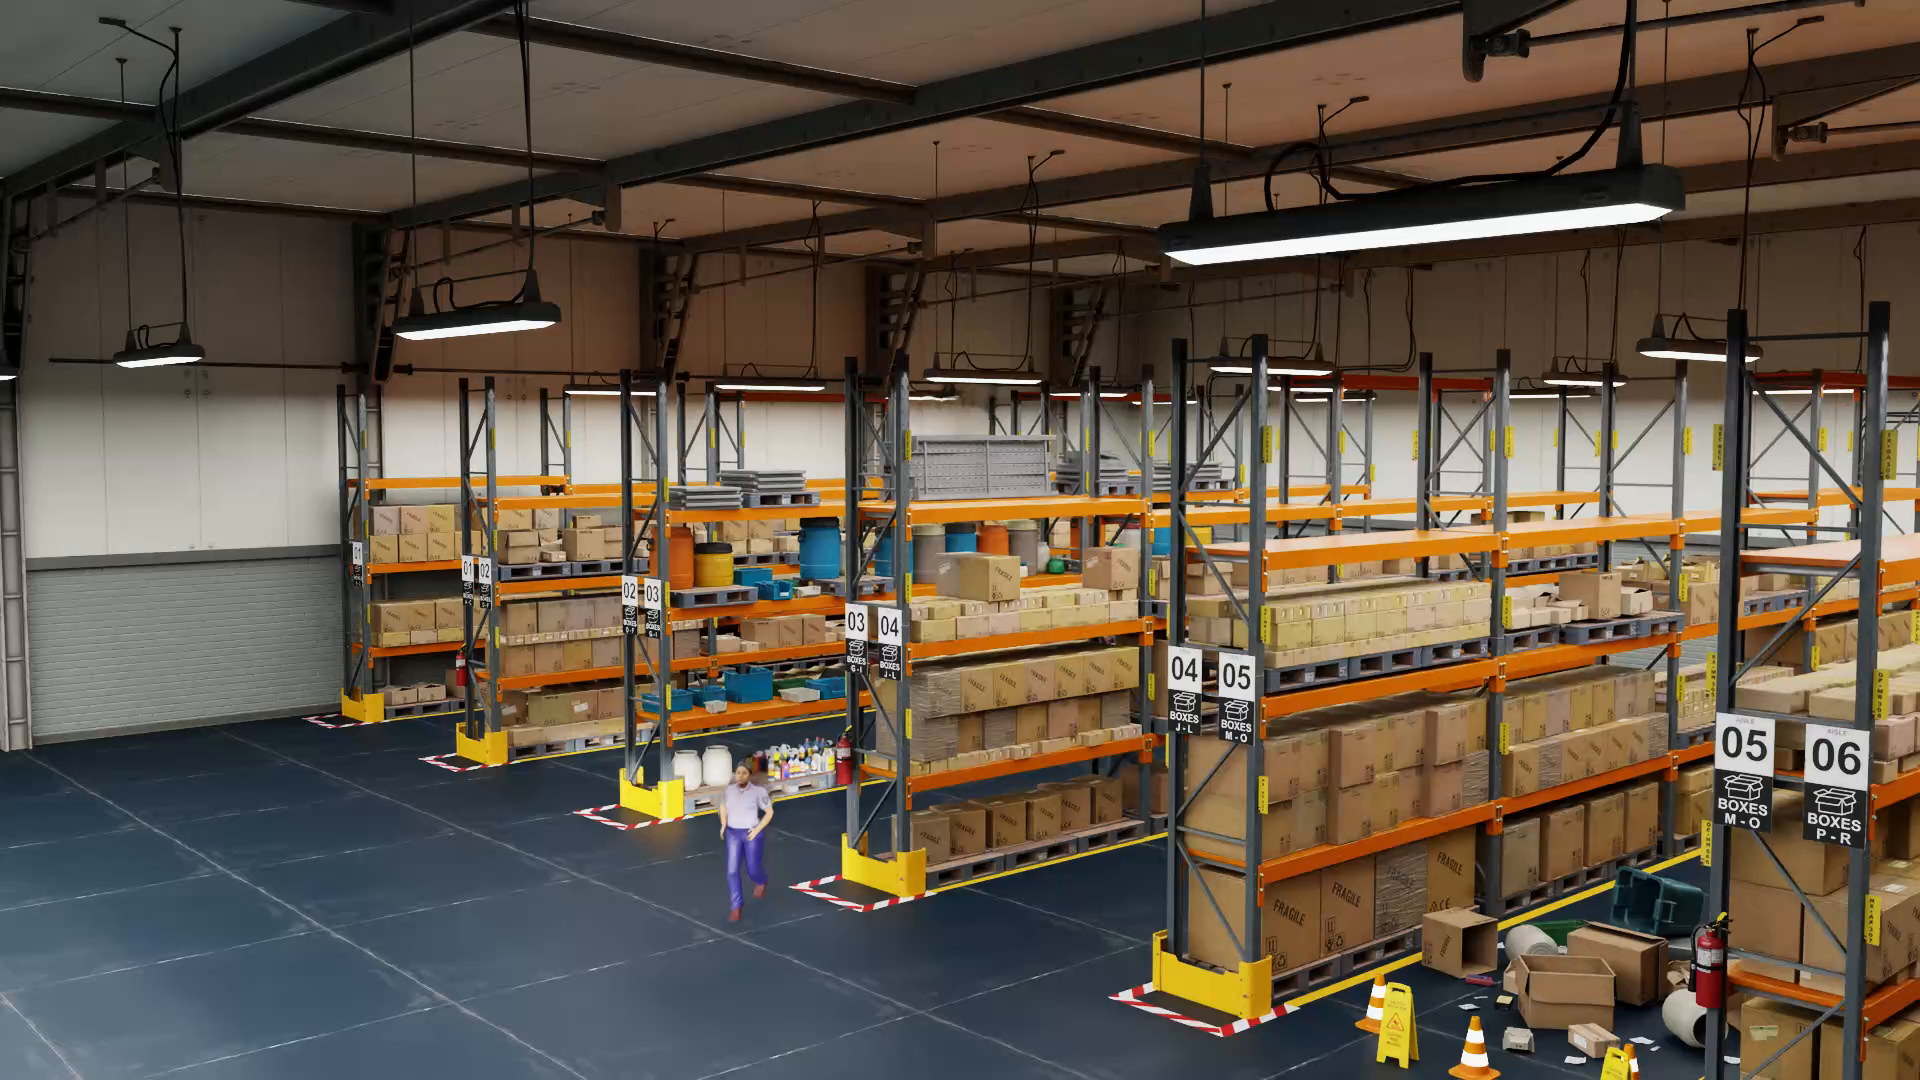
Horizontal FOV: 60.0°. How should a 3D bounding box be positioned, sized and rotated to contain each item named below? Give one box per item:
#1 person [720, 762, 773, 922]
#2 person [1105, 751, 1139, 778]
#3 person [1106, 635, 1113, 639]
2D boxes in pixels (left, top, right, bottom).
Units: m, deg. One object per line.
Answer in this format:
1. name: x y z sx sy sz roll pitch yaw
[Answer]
1. person: -2.296 3.193 17.840 0.627 1.653 0.804 1 4 9
2. person: 2.327 2.745 23.788 1.006 1.774 0.694 -3 5 -39
3. person: 3.055 1.960 32.739 0.537 1.531 0.532 3 5 39
